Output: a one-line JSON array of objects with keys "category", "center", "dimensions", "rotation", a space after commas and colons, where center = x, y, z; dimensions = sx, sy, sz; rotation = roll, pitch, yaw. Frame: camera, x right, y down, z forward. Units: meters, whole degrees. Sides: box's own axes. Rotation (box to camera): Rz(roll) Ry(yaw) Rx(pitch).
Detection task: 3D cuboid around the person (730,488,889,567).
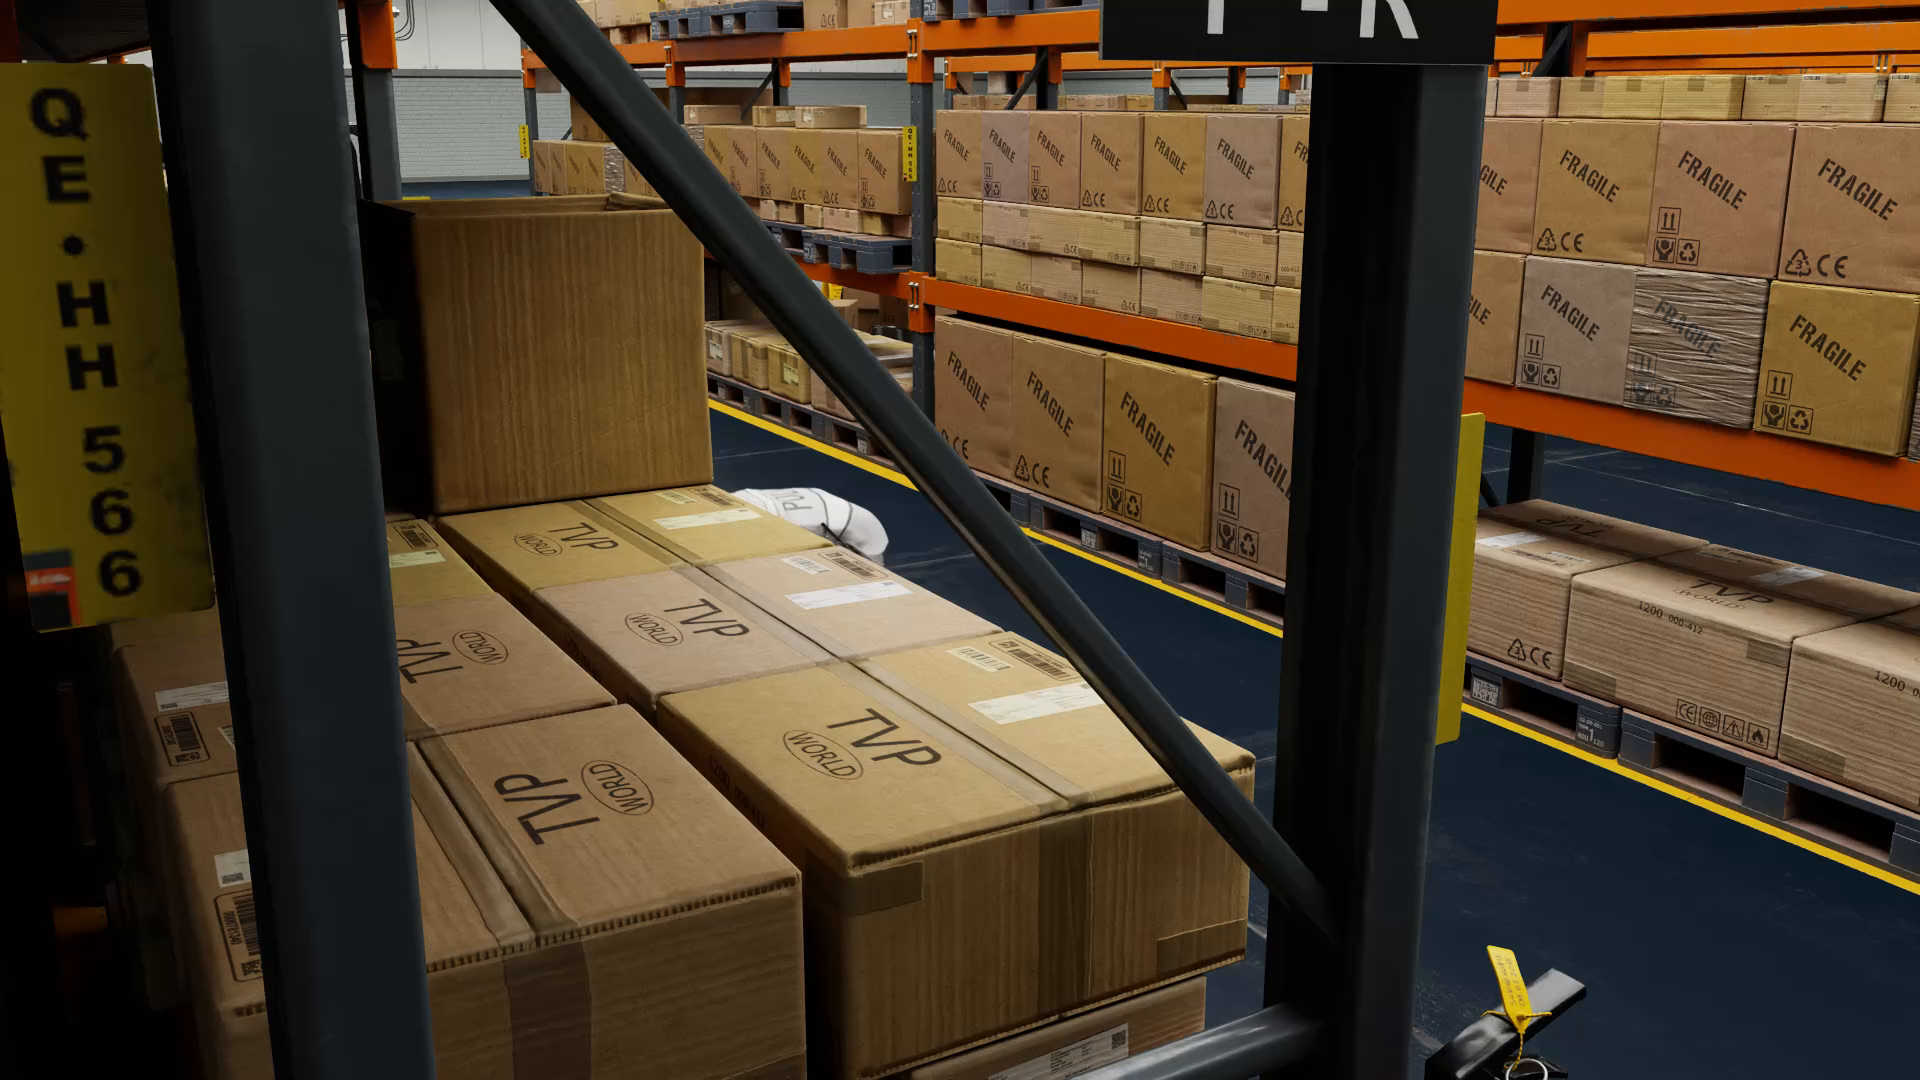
[{"category": "person", "center": [-0.719, 0.296, 6.170], "dimensions": [0.938, 1.015, 0.500], "rotation": [-10, 18, -32]}]
